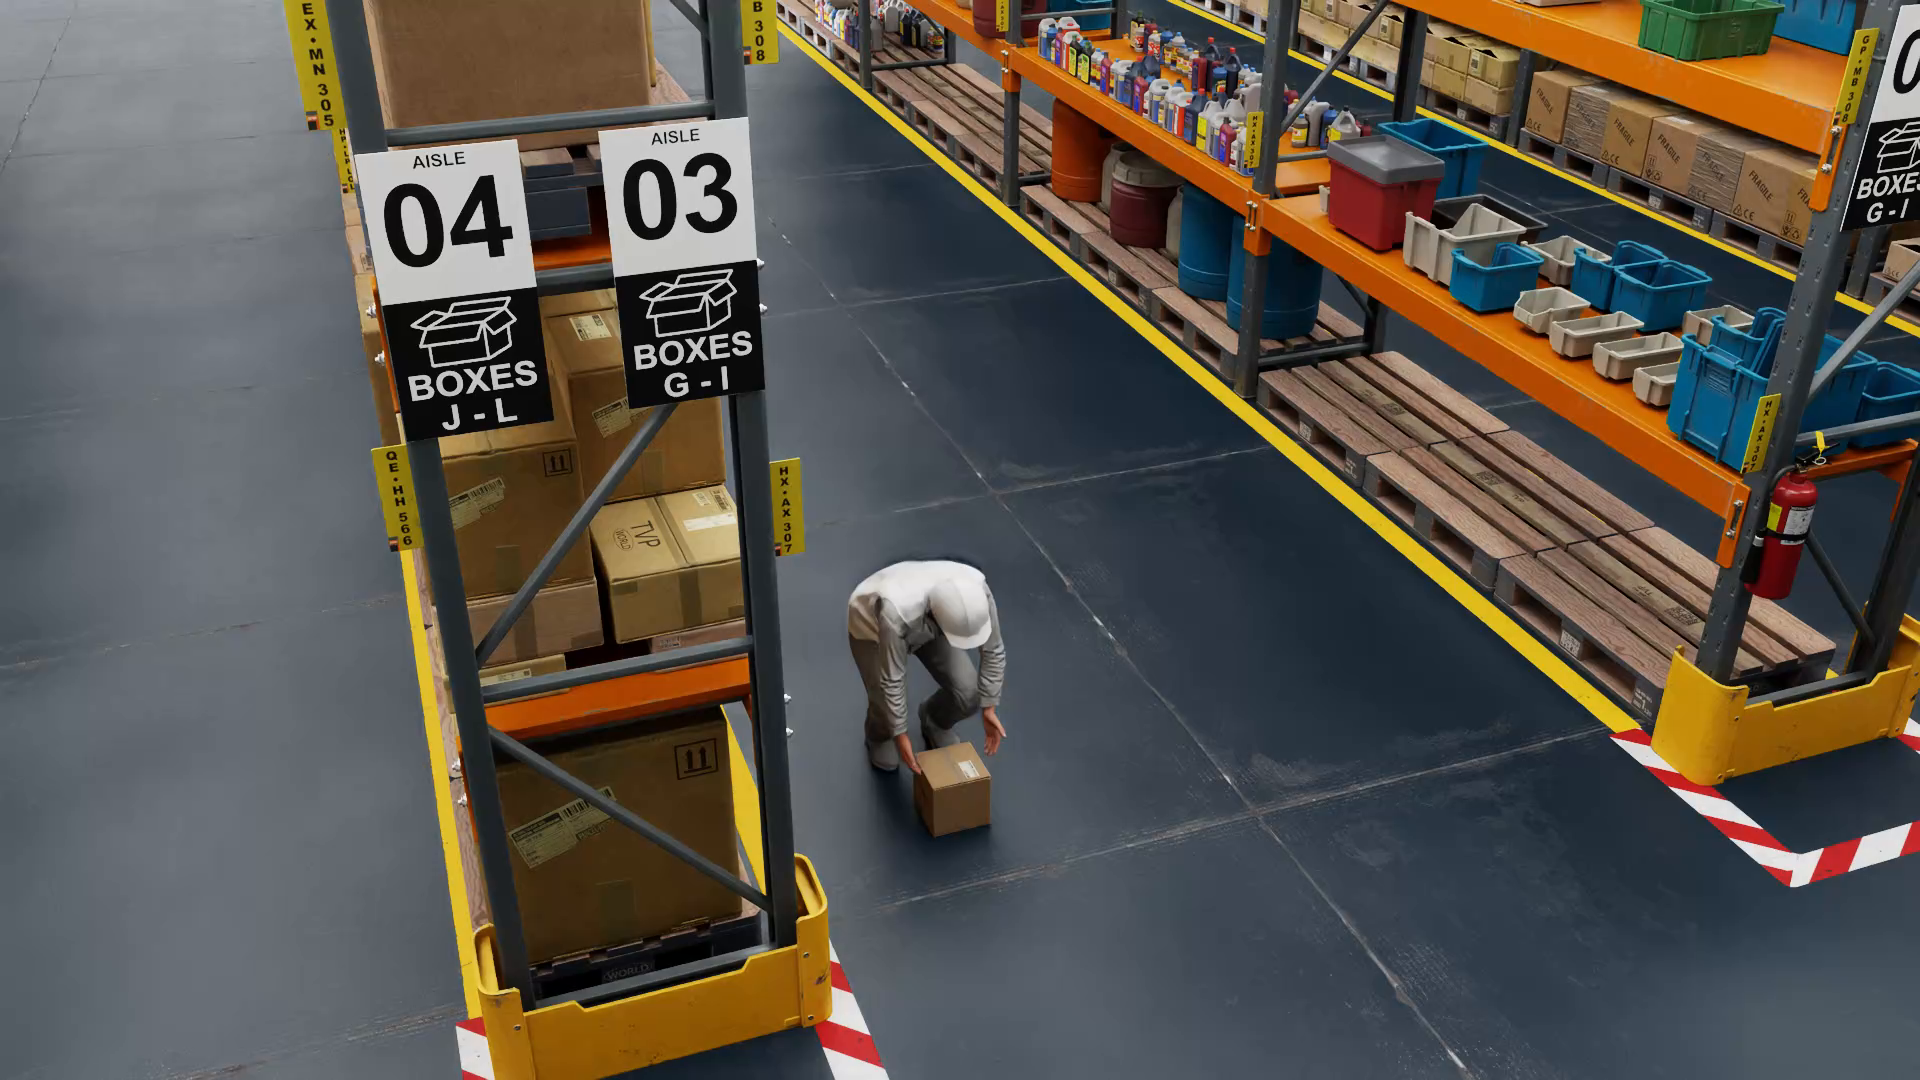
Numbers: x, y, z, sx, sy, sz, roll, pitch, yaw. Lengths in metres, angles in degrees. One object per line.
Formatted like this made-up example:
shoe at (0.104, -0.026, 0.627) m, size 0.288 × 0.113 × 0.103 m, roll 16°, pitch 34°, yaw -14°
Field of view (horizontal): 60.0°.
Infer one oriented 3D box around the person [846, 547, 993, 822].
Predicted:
person at (-0.132, 0.586, 6.905) m, size 0.515 × 0.947 × 0.996 m, roll -12°, pitch 32°, yaw -20°
